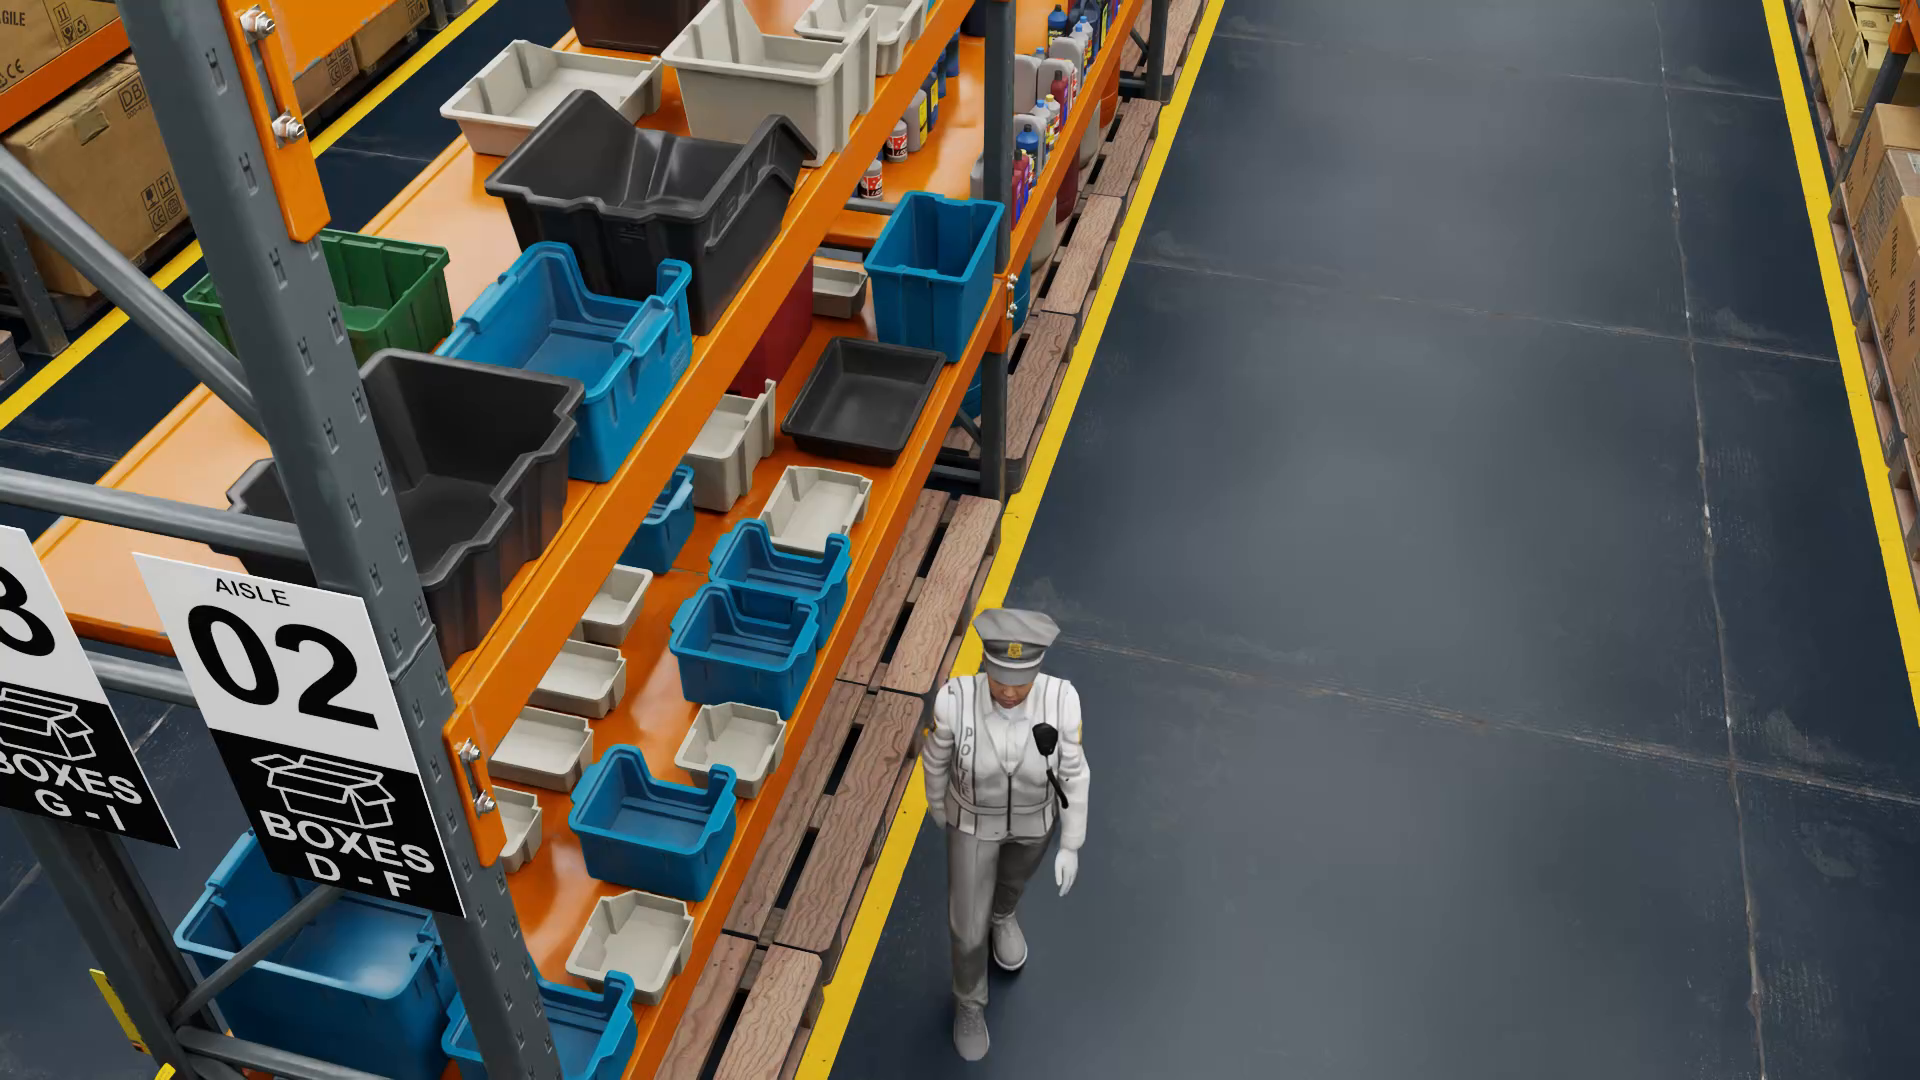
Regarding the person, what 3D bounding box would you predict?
[{"bbox_3d":[0.143,0.891,5.144,0.496,1.745,0.590,-4,41,-5],"label":"person"}]
